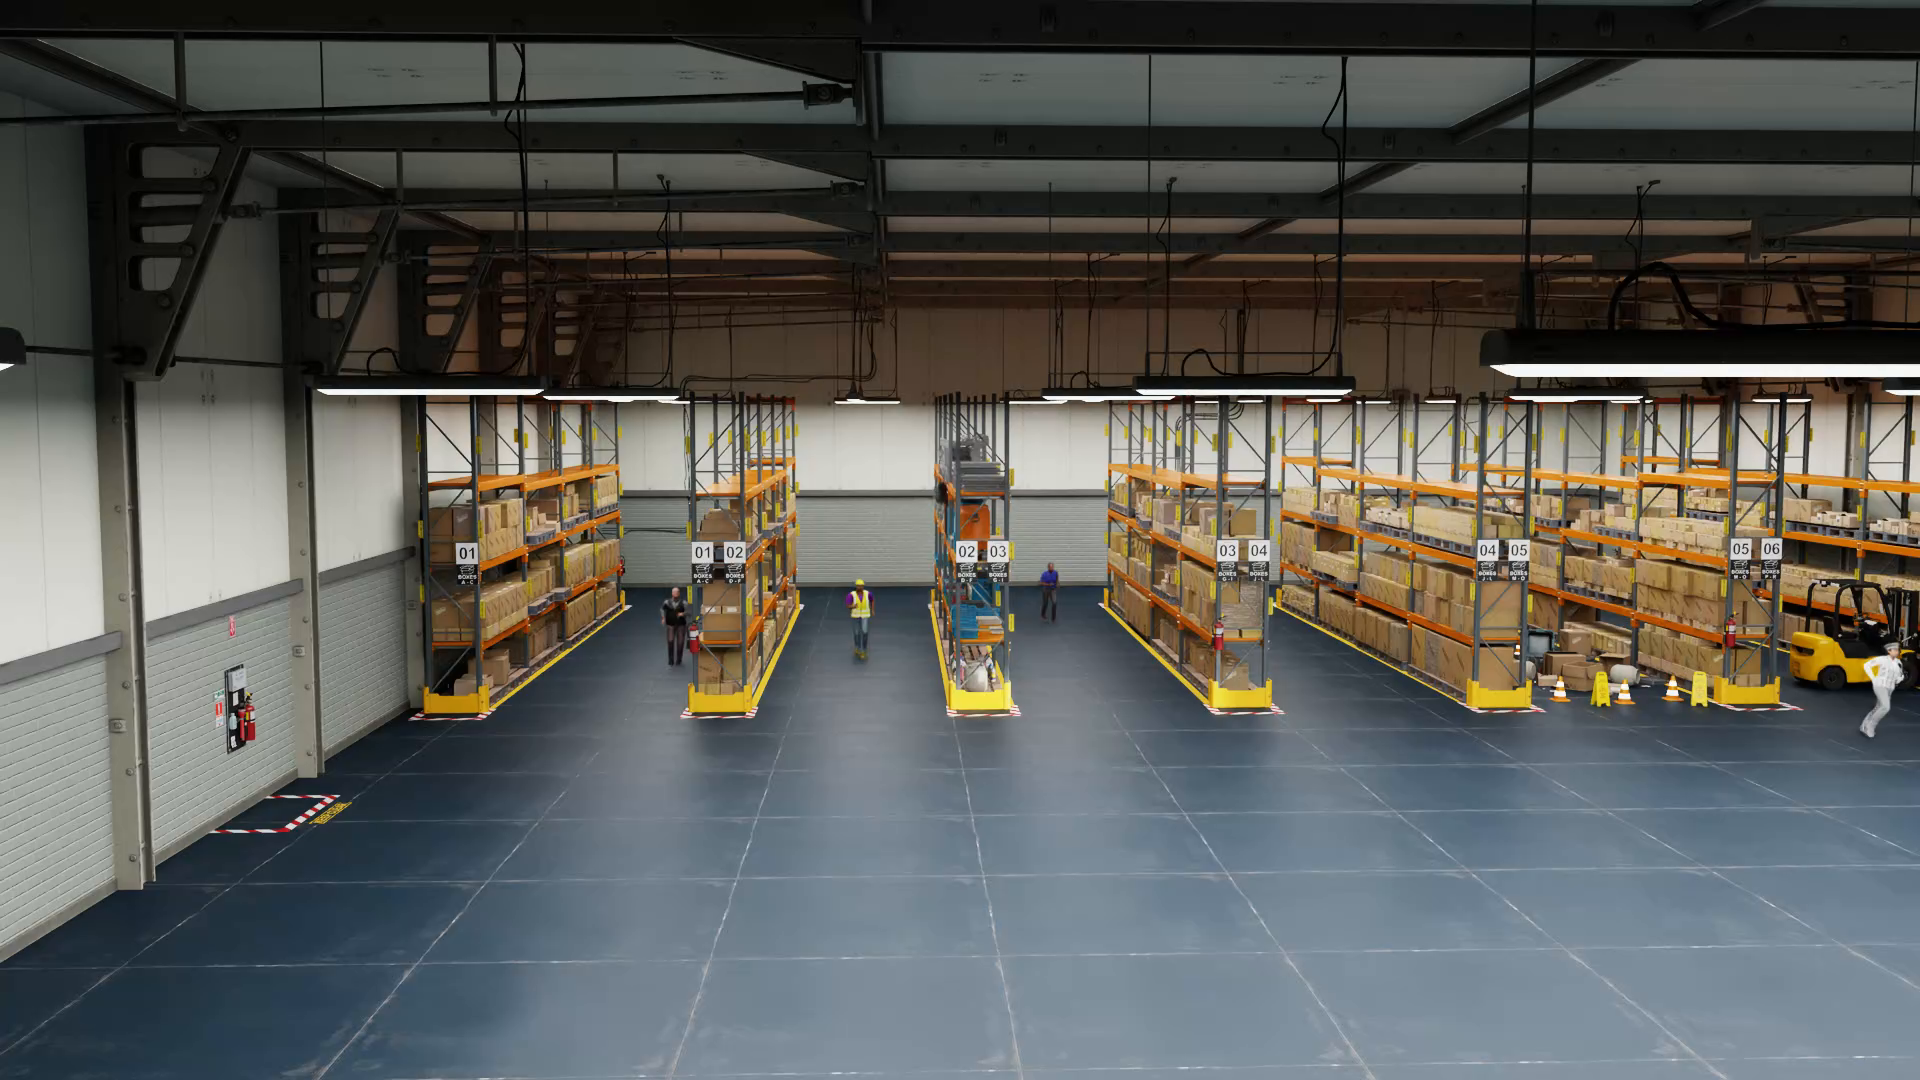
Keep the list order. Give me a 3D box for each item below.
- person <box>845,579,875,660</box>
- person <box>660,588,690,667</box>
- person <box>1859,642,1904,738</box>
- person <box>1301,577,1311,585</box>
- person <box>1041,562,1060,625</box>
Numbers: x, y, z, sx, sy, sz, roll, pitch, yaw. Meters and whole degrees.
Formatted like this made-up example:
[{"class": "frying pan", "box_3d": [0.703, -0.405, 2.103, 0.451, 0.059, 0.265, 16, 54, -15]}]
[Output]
[{"class": "person", "box_3d": [-2.281, 1.798, 37.933, 0.666, 1.821, 0.870, 0, 5, -4]}, {"class": "person", "box_3d": [-6.291, 1.927, 36.739, 0.650, 1.748, 0.724, -1, 5, -8]}, {"class": "person", "box_3d": [16.033, 2.593, 28.872, 0.653, 1.679, 0.609, -2, 5, -21]}, {"class": "person", "box_3d": [10.288, 0.963, 48.683, 0.715, 1.748, 0.700, 1, 5, 13]}, {"class": "person", "box_3d": [2.376, 1.394, 44.077, 0.582, 1.618, 0.953, -1, 5, -12]}]
